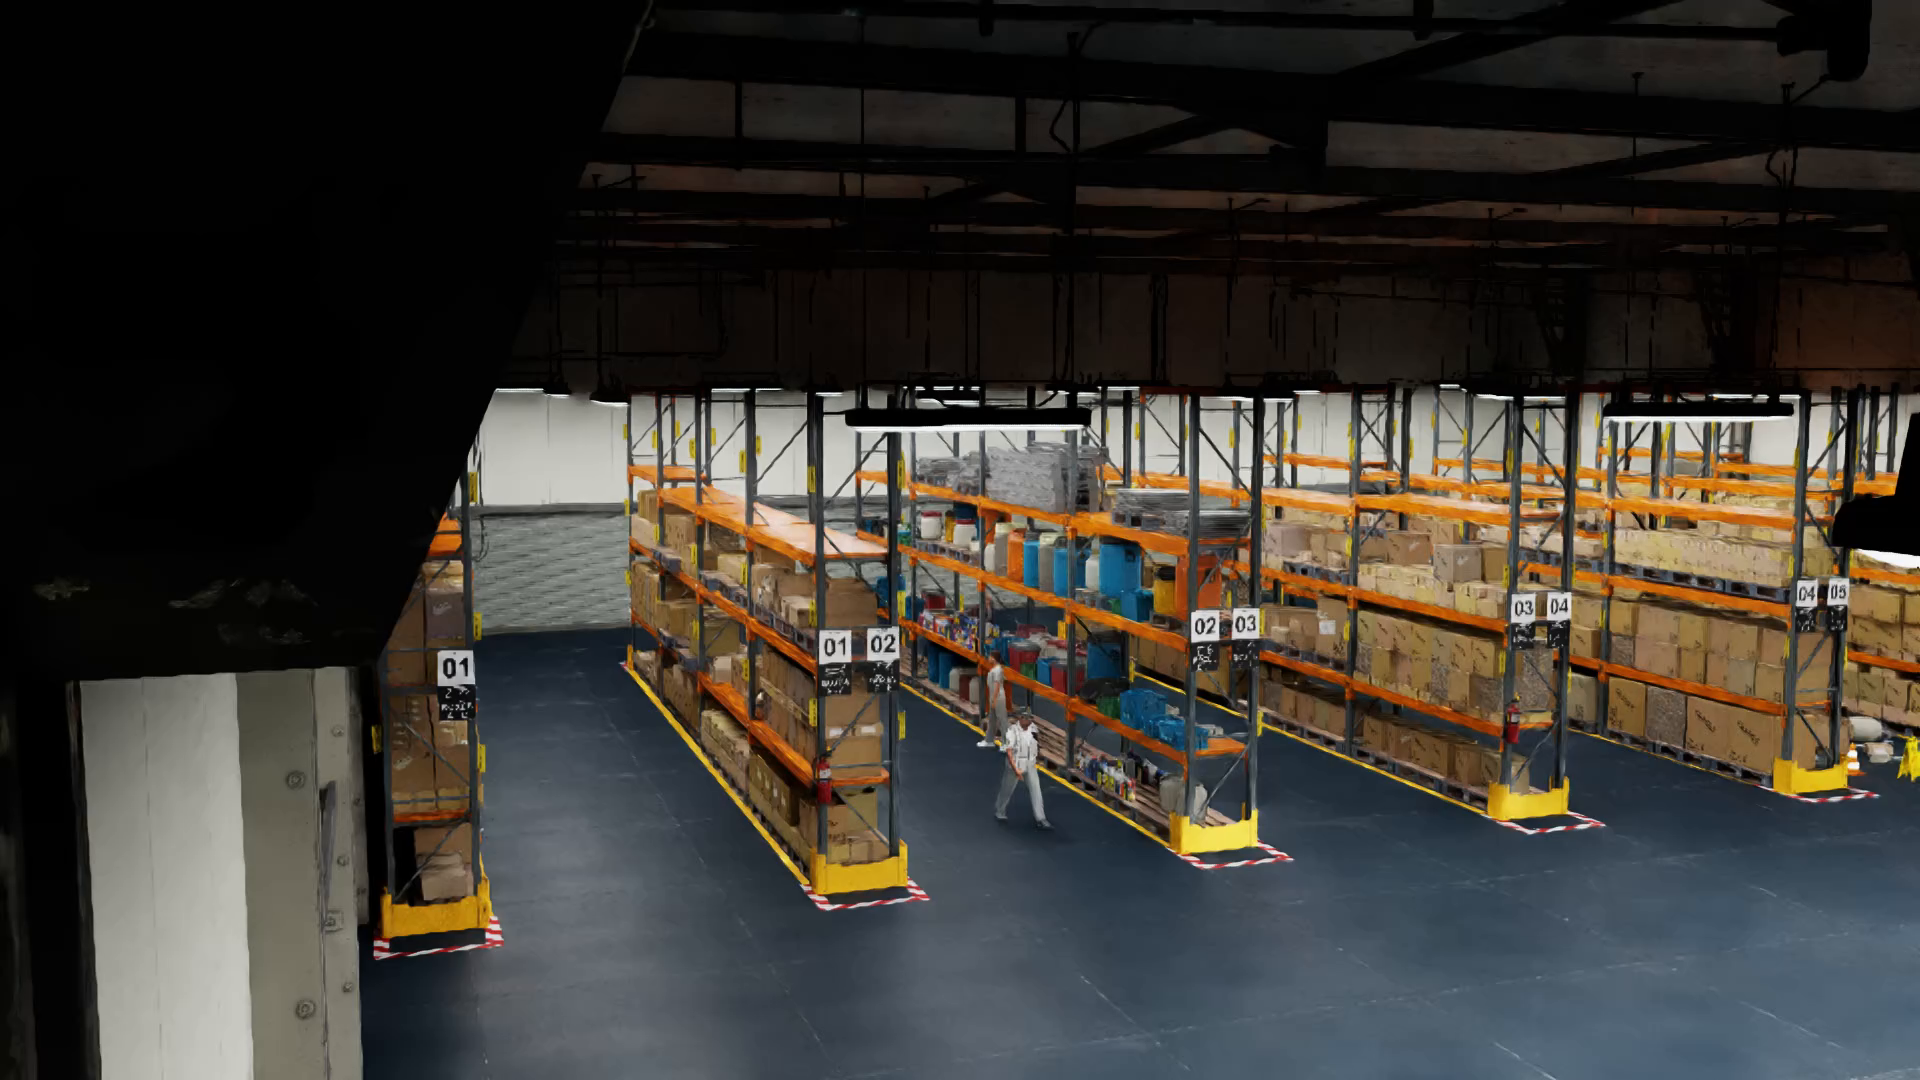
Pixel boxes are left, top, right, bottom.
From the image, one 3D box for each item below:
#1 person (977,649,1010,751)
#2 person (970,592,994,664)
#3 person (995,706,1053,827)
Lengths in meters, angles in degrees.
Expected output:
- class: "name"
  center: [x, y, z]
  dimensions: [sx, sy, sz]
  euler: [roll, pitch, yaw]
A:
- class: "person"
  center: [0.576, 2.636, 27.616]
  dimensions: [0.570, 1.661, 0.592]
  euler: [-1, 6, -7]
- class: "person"
  center: [0.473, 1.922, 34.268]
  dimensions: [0.728, 1.747, 0.763]
  euler: [-5, 7, -38]
- class: "person"
  center: [0.855, 3.101, 22.992]
  dimensions: [0.562, 1.684, 1.100]
  euler: [-3, 7, -28]
